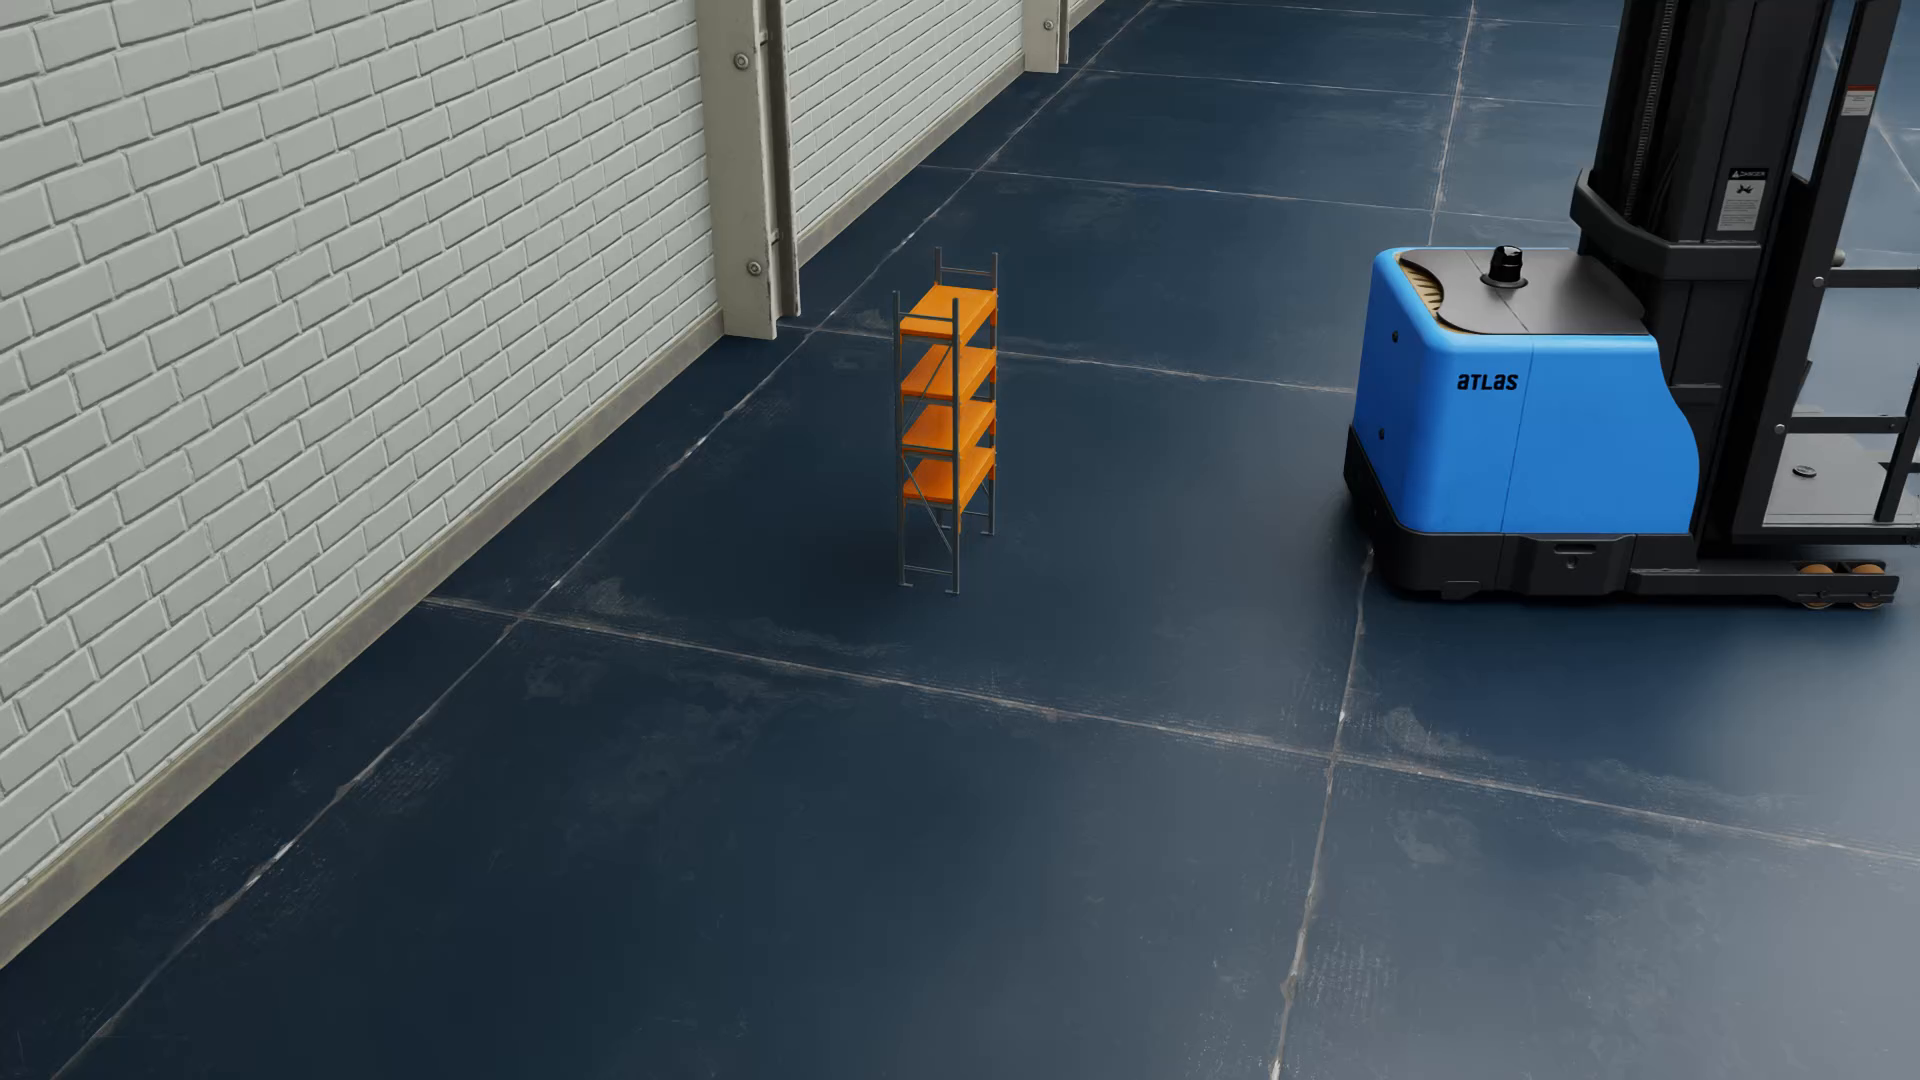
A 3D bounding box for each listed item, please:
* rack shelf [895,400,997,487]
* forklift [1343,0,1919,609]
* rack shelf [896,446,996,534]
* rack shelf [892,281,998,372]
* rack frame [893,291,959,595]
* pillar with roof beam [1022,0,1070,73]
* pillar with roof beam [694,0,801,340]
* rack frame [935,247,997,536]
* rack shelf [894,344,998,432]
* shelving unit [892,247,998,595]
[{"bbox_3d":[-0.049,-0.389,6.353,0.258,0.148,0.480,8,30,15],"label":"rack shelf"},{"bbox_3d":[3.147,-1.280,6.035,3.031,2.935,1.130,0,29,0],"label":"forklift"},{"bbox_3d":[-0.049,-0.215,6.449,0.258,0.148,0.480,8,30,15],"label":"rack shelf"},{"bbox_3d":[-0.049,-0.791,6.129,0.258,0.148,0.480,8,30,15],"label":"rack shelf"},{"bbox_3d":[-0.120,-0.334,6.116,0.240,1.200,0.015,8,30,15],"label":"rack frame"},{"bbox_3d":[4.818,-7.257,10.538,9.100,9.000,0.400,8,30,15],"label":"pillar with roof beam"},{"bbox_3d":[3.057,-4.468,5.525,9.100,9.000,0.400,8,30,15],"label":"pillar with roof beam"},{"bbox_3d":[0.023,-0.561,6.524,0.240,1.200,0.015,8,30,15],"label":"rack frame"},{"bbox_3d":[-0.049,-0.584,6.244,0.258,0.148,0.480,8,30,15],"label":"rack shelf"},{"bbox_3d":[-0.049,-0.447,6.320,0.258,1.200,0.503,8,30,15],"label":"shelving unit"}]
